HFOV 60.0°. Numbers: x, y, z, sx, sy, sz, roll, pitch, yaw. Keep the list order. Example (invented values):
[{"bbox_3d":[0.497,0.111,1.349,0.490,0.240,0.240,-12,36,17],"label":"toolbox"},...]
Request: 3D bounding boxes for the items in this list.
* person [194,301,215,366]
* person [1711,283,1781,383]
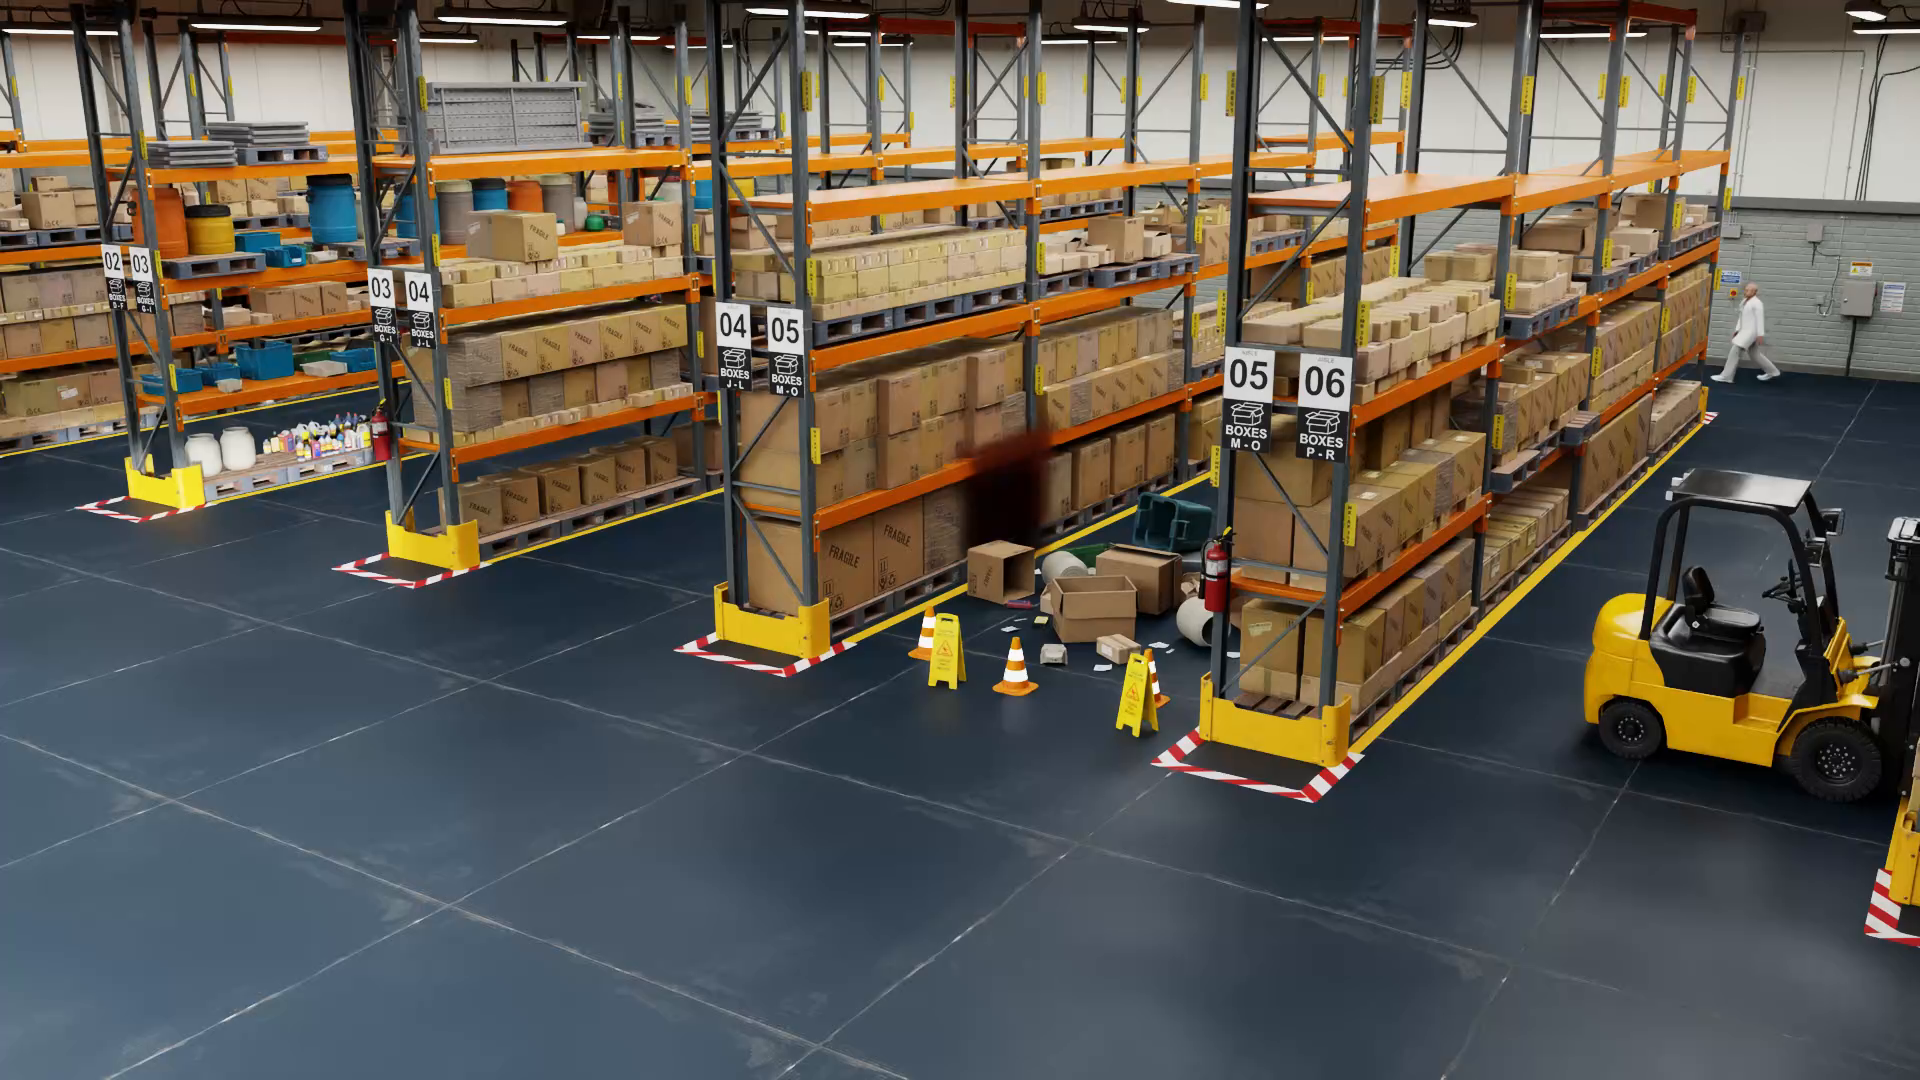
[{"bbox_3d":[-12.988,-3.398,28.368,0.436,1.611,0.981,6,17,20],"label":"person"},{"bbox_3d":[13.724,-3.587,28.851,1.111,1.736,0.549,6,17,20],"label":"person"}]
